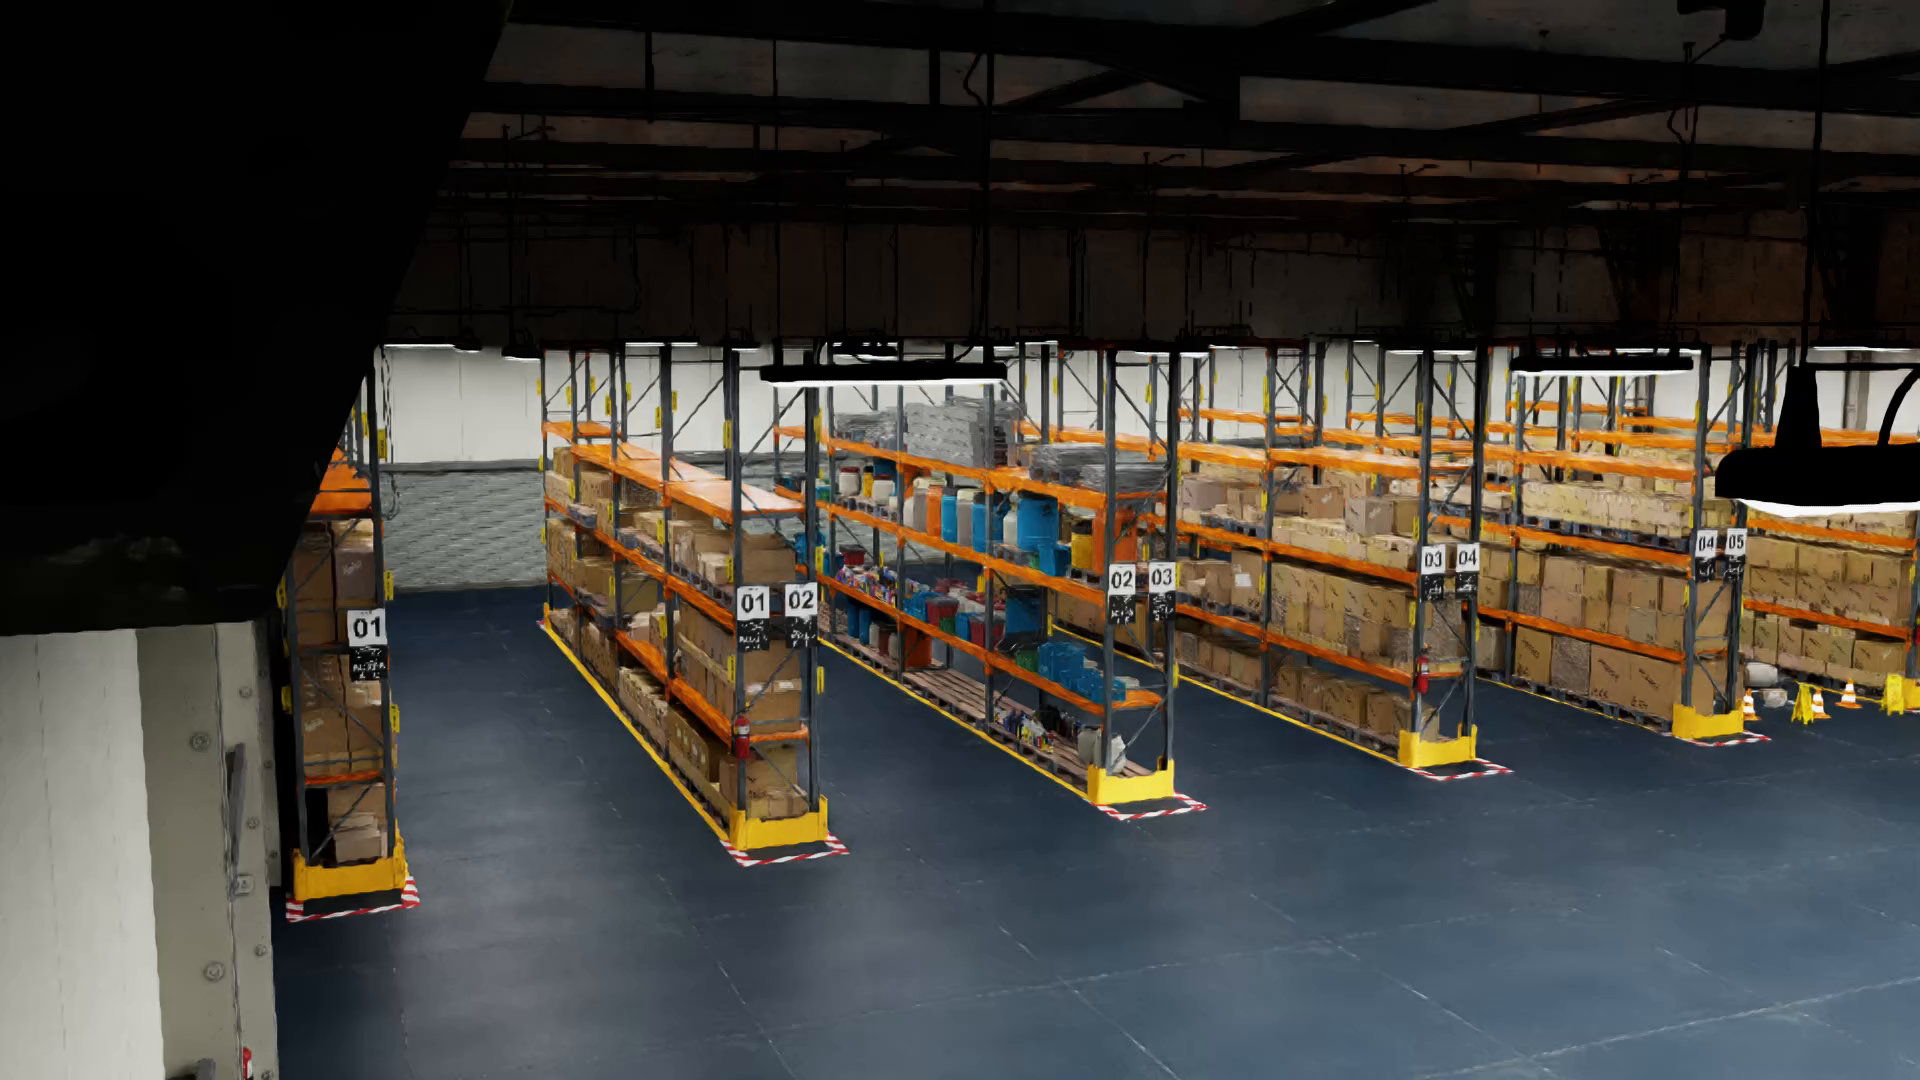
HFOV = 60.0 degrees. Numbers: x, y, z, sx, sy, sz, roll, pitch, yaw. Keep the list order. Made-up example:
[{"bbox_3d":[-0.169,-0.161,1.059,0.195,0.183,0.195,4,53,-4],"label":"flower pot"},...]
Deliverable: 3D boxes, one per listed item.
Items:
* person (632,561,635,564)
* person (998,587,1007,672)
[{"bbox_3d":[-7.448,0.529,38.627,0.492,1.601,0.458,3,8,20],"label":"person"},{"bbox_3d":[0.722,1.623,30.243,0.625,1.596,0.517,-3,8,-25],"label":"person"}]
